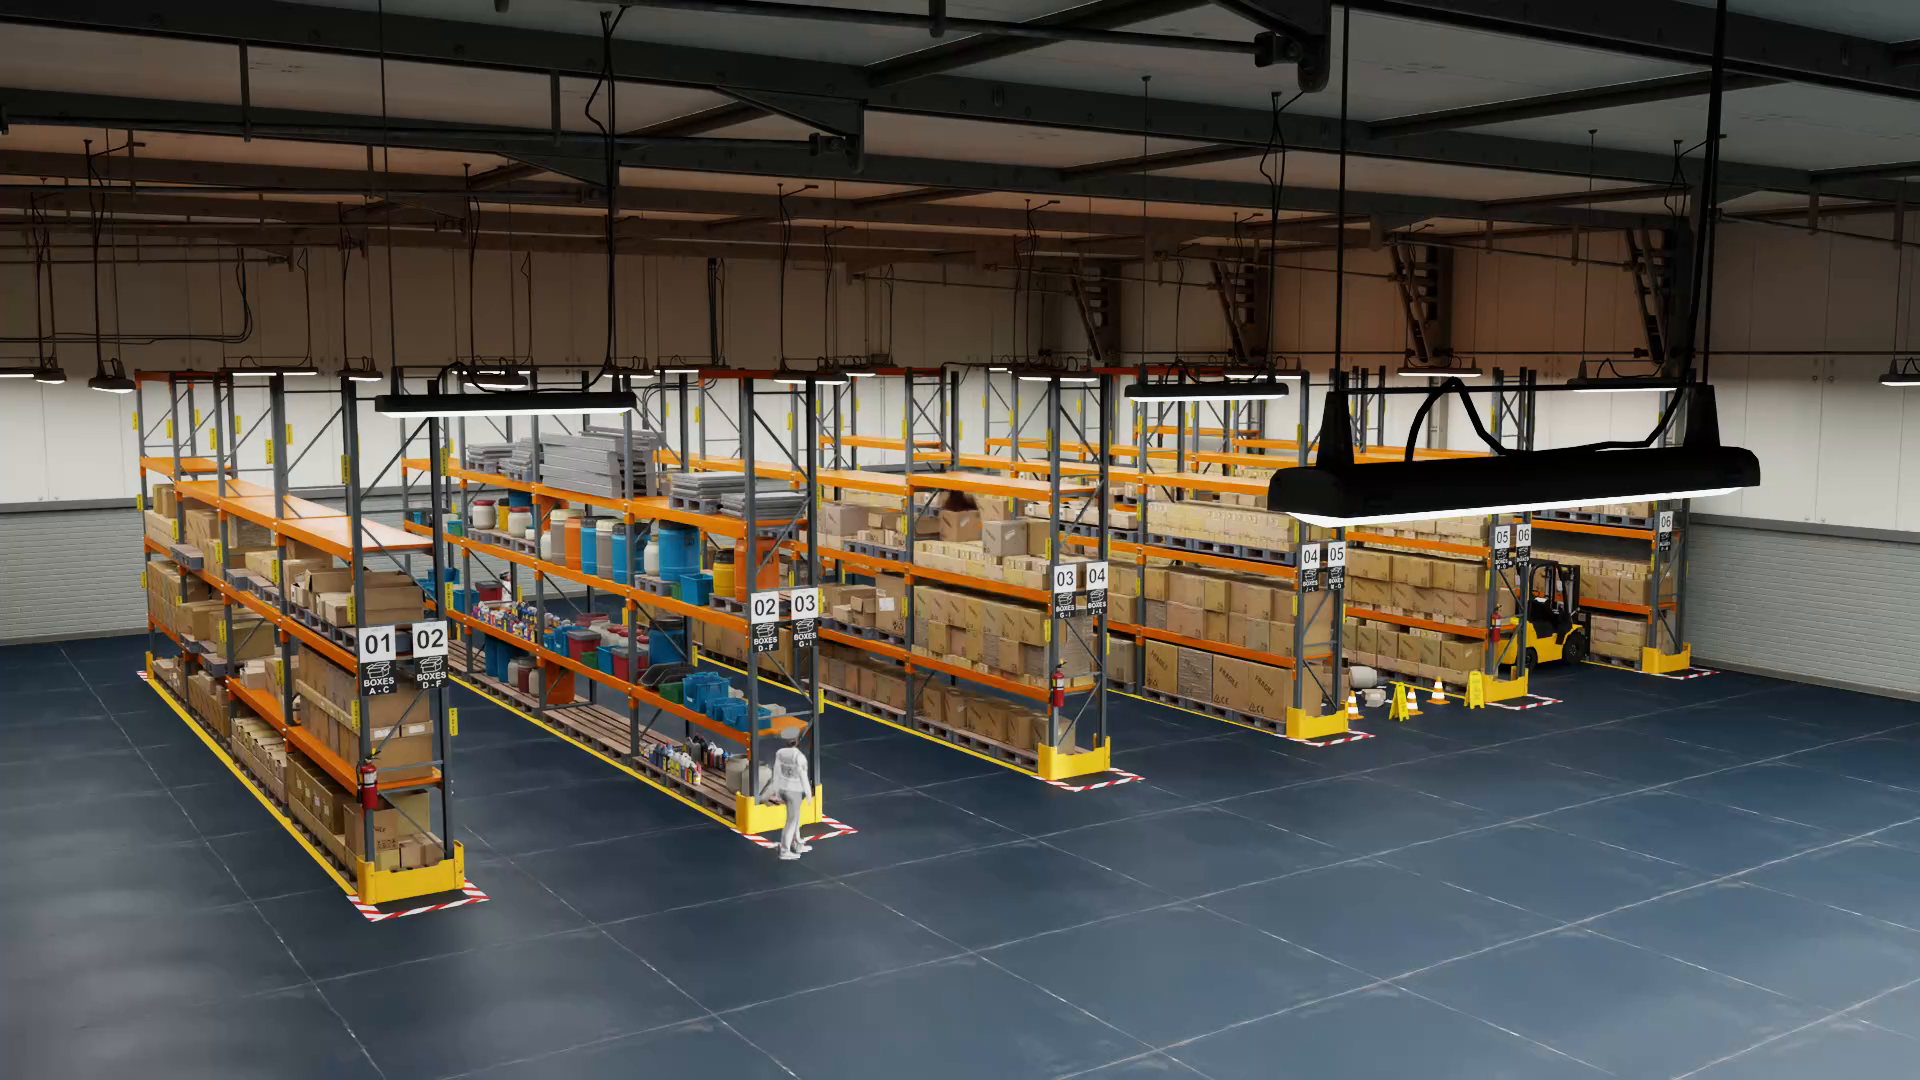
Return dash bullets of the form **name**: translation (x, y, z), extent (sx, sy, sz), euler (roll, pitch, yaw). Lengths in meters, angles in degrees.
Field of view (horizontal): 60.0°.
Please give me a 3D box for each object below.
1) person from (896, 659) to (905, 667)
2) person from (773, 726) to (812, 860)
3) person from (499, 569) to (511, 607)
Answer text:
- **person**: translation (-1.024, 1.904, 32.014), extent (0.406, 1.666, 0.501), euler (-2, 7, -14)
- **person**: translation (-2.035, 3.153, 20.857), extent (0.558, 1.690, 0.505), euler (-5, 8, -35)
- **person**: translation (-9.683, 1.472, 35.742), extent (0.488, 1.710, 0.524), euler (-2, 7, -18)
